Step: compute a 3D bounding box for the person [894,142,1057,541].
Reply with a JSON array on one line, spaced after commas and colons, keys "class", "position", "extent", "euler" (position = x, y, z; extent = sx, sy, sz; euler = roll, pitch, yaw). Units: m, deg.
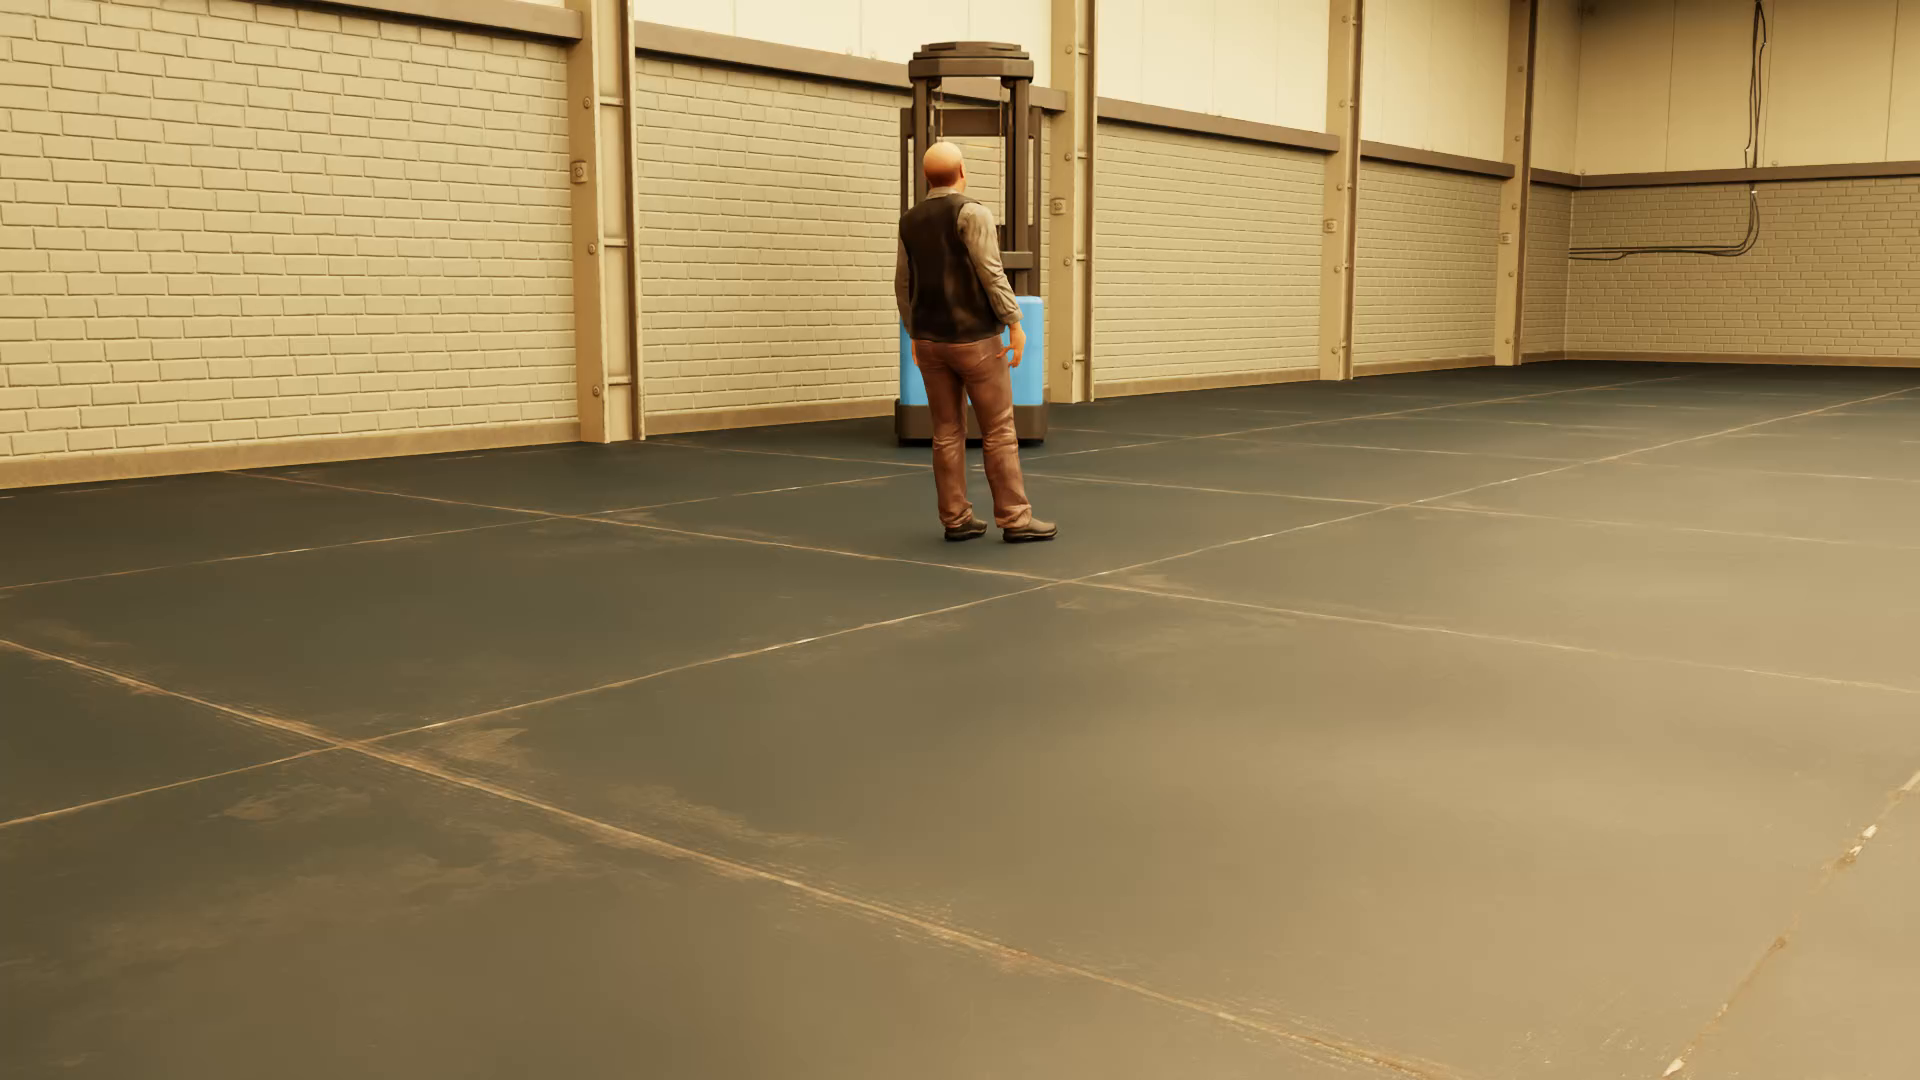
[{"class": "person", "position": [0.045, -0.865, 7.323], "extent": [0.634, 1.723, 0.566], "euler": [7, 11, 38]}]

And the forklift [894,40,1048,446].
[{"class": "forklift", "position": [0.082, -2.308, 13.054], "extent": [1.130, 2.935, 3.031], "euler": [0, 8, 0]}]
